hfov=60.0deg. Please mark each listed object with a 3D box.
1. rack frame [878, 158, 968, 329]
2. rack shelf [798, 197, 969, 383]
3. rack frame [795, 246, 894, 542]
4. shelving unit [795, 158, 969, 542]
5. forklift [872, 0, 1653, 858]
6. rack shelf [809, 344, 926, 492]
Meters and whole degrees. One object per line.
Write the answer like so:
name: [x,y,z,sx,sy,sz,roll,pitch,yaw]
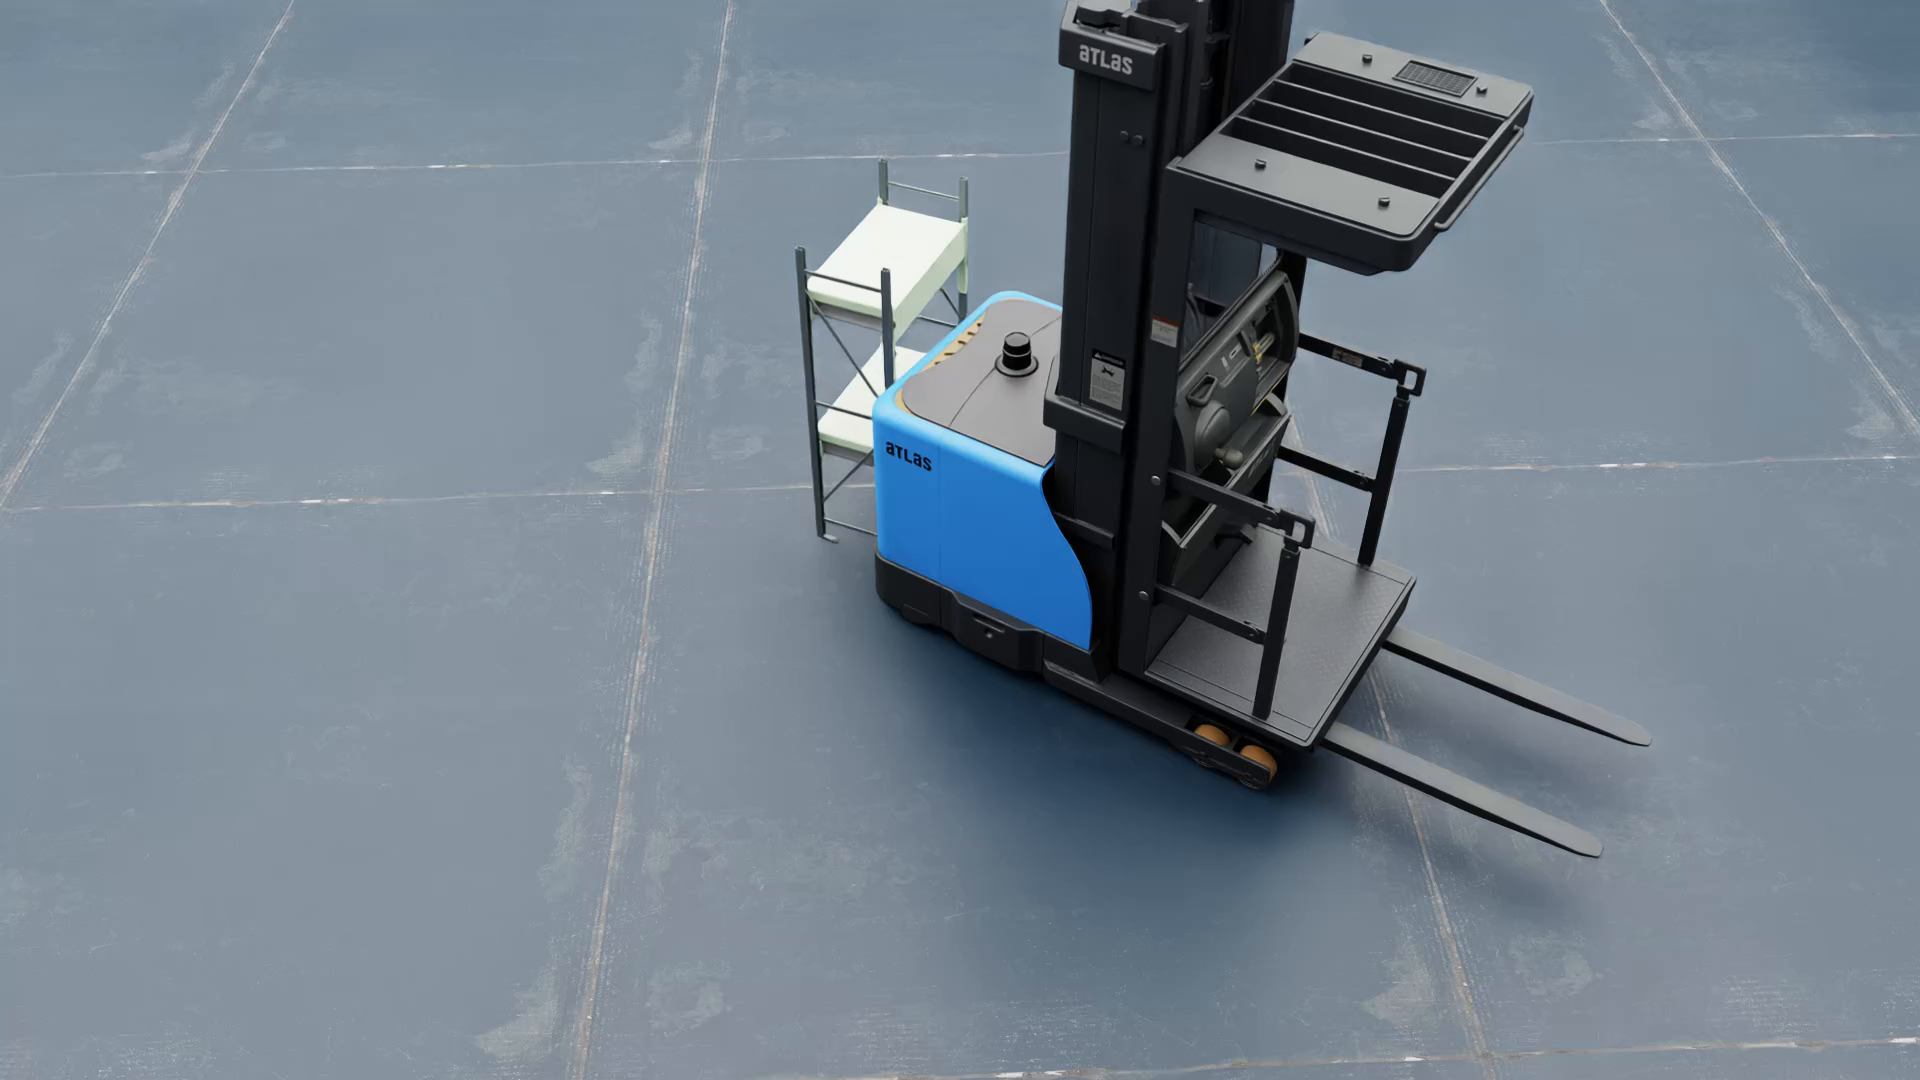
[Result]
rack frame: [-0.154,-0.974,7.353,0.400,1.500,0.023,17,45,17]
rack shelf: [-0.302,-1.036,6.842,0.431,0.370,0.720,17,45,17]
rack frame: [-0.450,-0.522,6.859,0.400,1.500,0.023,17,45,17]
shelving unit: [-0.302,-0.748,7.106,0.431,1.500,0.755,17,45,17]
forklift: [1.159,-0.543,5.823,3.031,2.935,1.130,24,48,24]
rack shelf: [-0.302,-0.508,7.326,0.431,0.370,0.720,17,45,17]
